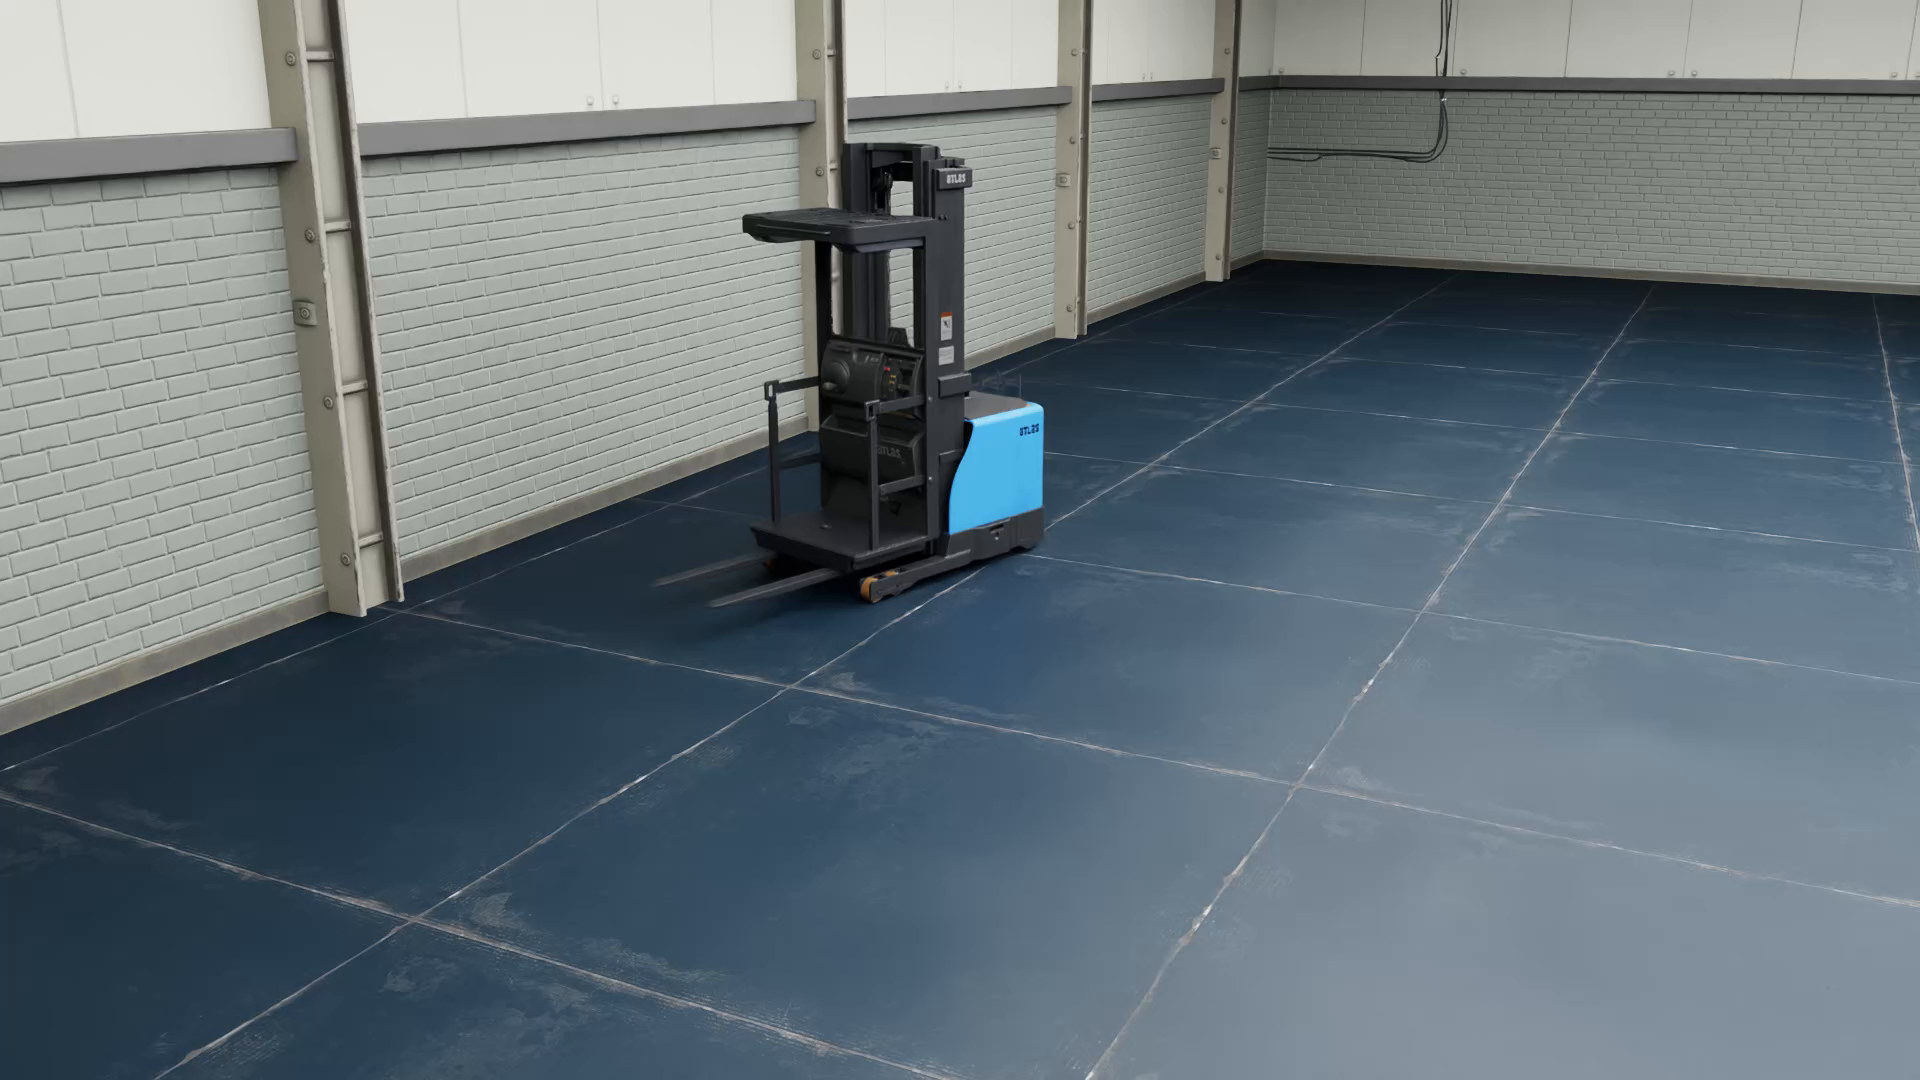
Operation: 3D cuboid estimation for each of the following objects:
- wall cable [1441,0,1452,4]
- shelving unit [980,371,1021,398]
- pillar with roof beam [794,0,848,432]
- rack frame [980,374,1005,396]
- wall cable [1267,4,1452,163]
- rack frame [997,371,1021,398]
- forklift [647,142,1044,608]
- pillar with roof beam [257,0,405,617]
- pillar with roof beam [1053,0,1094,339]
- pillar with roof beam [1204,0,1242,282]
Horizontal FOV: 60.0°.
[{"bbox_3d":[9.010,-9.636,25.747,3.097,2.526,0.112,8,18,25],"label":"wall cable"},{"bbox_3d":[0.306,-0.670,12.672,0.258,1.200,0.189,15,22,41],"label":"shelving unit"},{"bbox_3d":[2.580,-4.861,13.087,9.100,9.000,0.400,8,18,25],"label":"pillar with roof beam"},{"bbox_3d":[0.244,-0.651,12.608,0.240,1.200,0.006,15,22,41],"label":"rack frame"},{"bbox_3d":[6.590,-7.559,27.624,3.097,2.526,0.112,8,18,25],"label":"wall cable"},{"bbox_3d":[0.369,-0.689,12.736,0.240,1.200,0.006,15,22,41],"label":"rack frame"},{"bbox_3d":[-0.753,-1.152,11.255,1.130,2.935,3.031,15,22,41],"label":"forklift"},{"bbox_3d":[-0.101,-3.333,7.942,9.100,9.000,0.400,8,18,25],"label":"pillar with roof beam"},{"bbox_3d":[5.261,-6.390,18.233,9.100,9.000,0.400,8,18,25],"label":"pillar with roof beam"},{"bbox_3d":[7.942,-7.918,23.378,9.100,9.000,0.400,8,18,25],"label":"pillar with roof beam"}]
